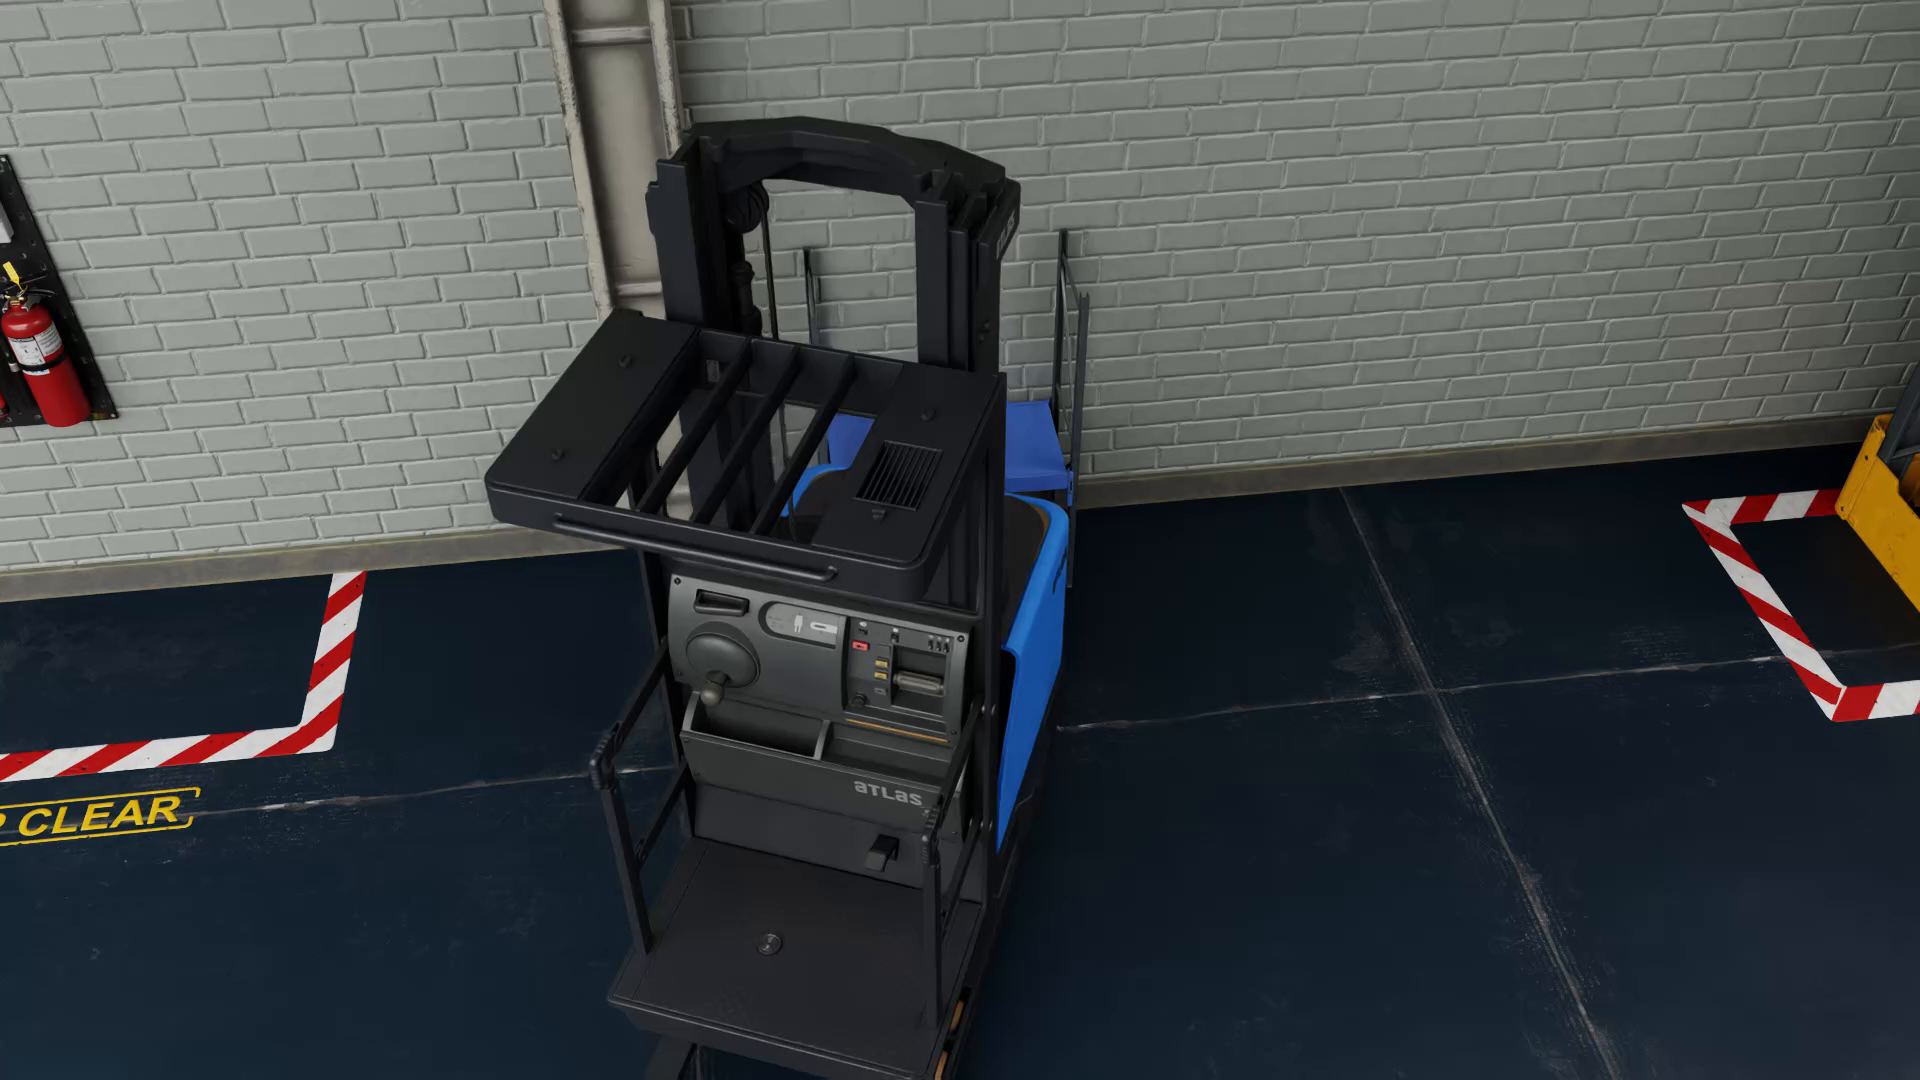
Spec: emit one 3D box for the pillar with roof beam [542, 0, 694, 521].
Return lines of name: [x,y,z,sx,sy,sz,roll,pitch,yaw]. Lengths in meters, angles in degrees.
pillar with roof beam: [-0.636,-0.392,1.181,0.400,9.000,9.100,-5,42,-6]

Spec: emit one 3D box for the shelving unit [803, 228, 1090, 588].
shelving unit: [-0.064,-0.471,6.867,1.048,1.500,0.538,-5,42,-5]

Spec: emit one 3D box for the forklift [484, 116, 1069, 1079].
forklift: [-0.484,0.435,4.794,1.130,2.935,3.031,11,43,12]

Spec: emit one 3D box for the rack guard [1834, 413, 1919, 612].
rack guard: [4.249,0.012,7.078,0.348,0.500,1.175,-5,42,-6]

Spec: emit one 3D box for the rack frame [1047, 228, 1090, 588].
rack frame: [0.440,-0.514,6.916,0.032,1.500,0.500,-5,42,-5]

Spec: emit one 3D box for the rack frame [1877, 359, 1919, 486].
rack frame: [4.173,-0.909,6.234,0.127,3.000,1.000,-5,42,-6]

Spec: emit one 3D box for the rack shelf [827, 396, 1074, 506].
rack shelf: [-0.064,-0.337,6.988,1.000,0.185,0.538,-5,42,-5]

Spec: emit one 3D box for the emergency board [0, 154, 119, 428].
emergency board: [-3.649,-0.834,6.150,0.643,1.169,0.194,-5,42,-6]

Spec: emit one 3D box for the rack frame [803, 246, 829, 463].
rack frame: [-0.568,-0.427,6.819,0.032,1.500,0.500,-5,42,-5]
